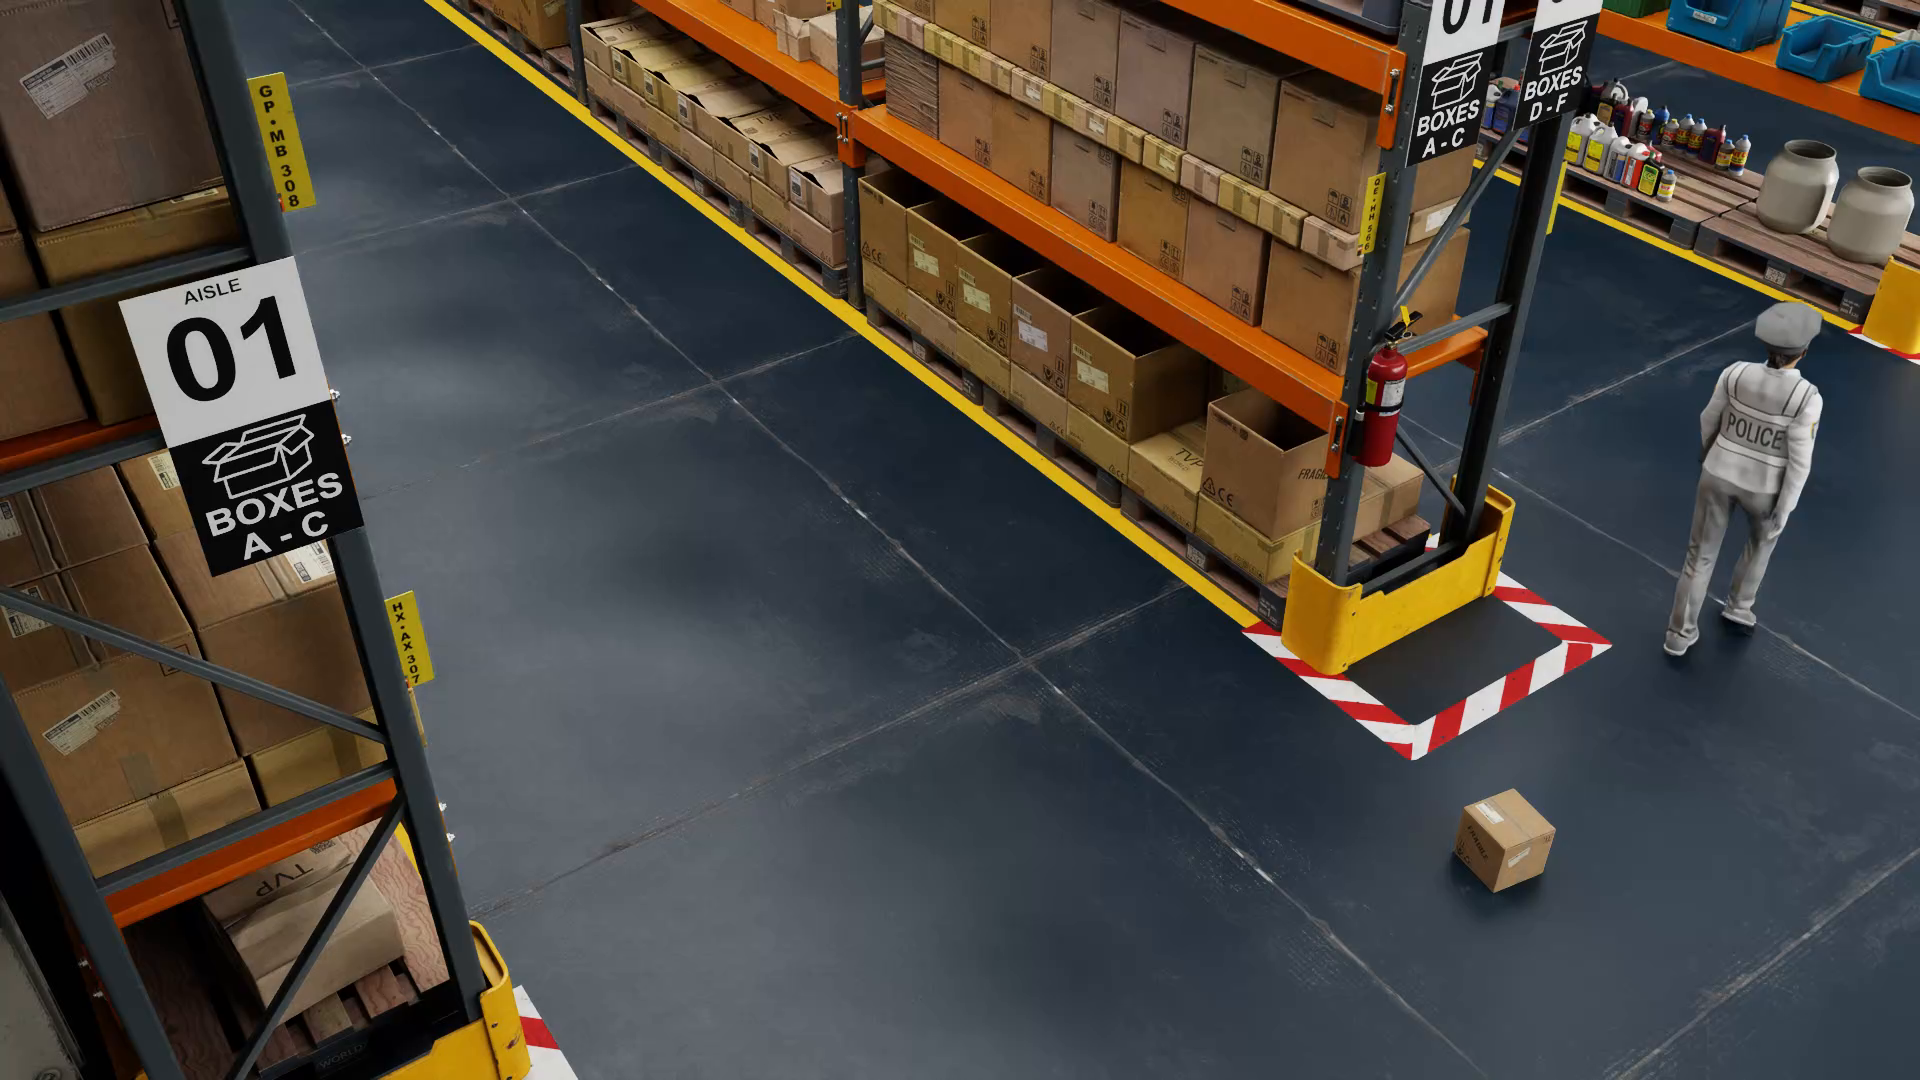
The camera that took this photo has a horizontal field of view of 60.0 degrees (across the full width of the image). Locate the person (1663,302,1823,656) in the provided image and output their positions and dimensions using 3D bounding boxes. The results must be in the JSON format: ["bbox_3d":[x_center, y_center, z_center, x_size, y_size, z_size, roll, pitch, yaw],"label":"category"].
[{"bbox_3d":[3.440,-0.242,7.330,0.509,1.741,0.637,25,43,30],"label":"person"}]
